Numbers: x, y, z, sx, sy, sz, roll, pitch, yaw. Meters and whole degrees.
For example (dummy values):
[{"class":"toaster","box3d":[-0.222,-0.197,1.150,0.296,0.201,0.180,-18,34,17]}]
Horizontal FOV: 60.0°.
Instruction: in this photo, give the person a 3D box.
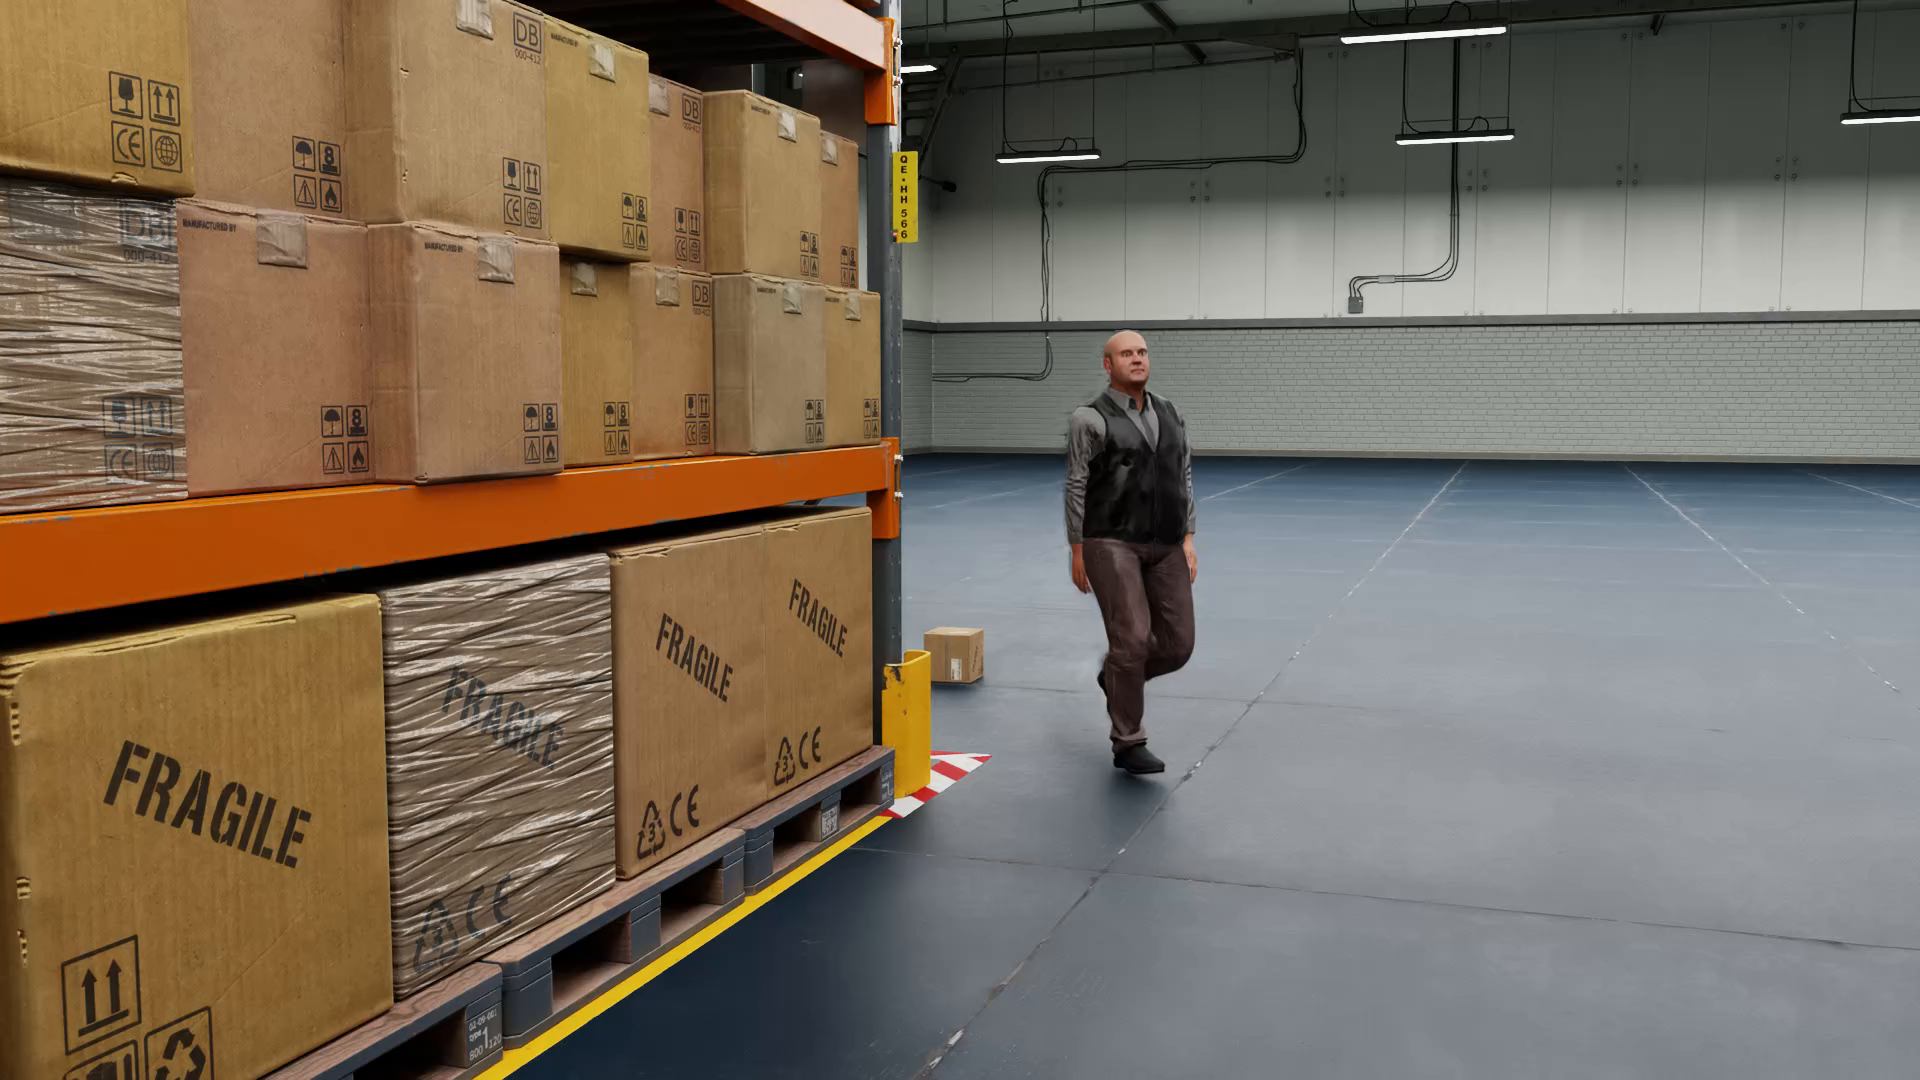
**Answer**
[{"class":"person","box3d":[0.667,0.030,6.571,0.534,1.702,0.678,-3,6,-27]}]
